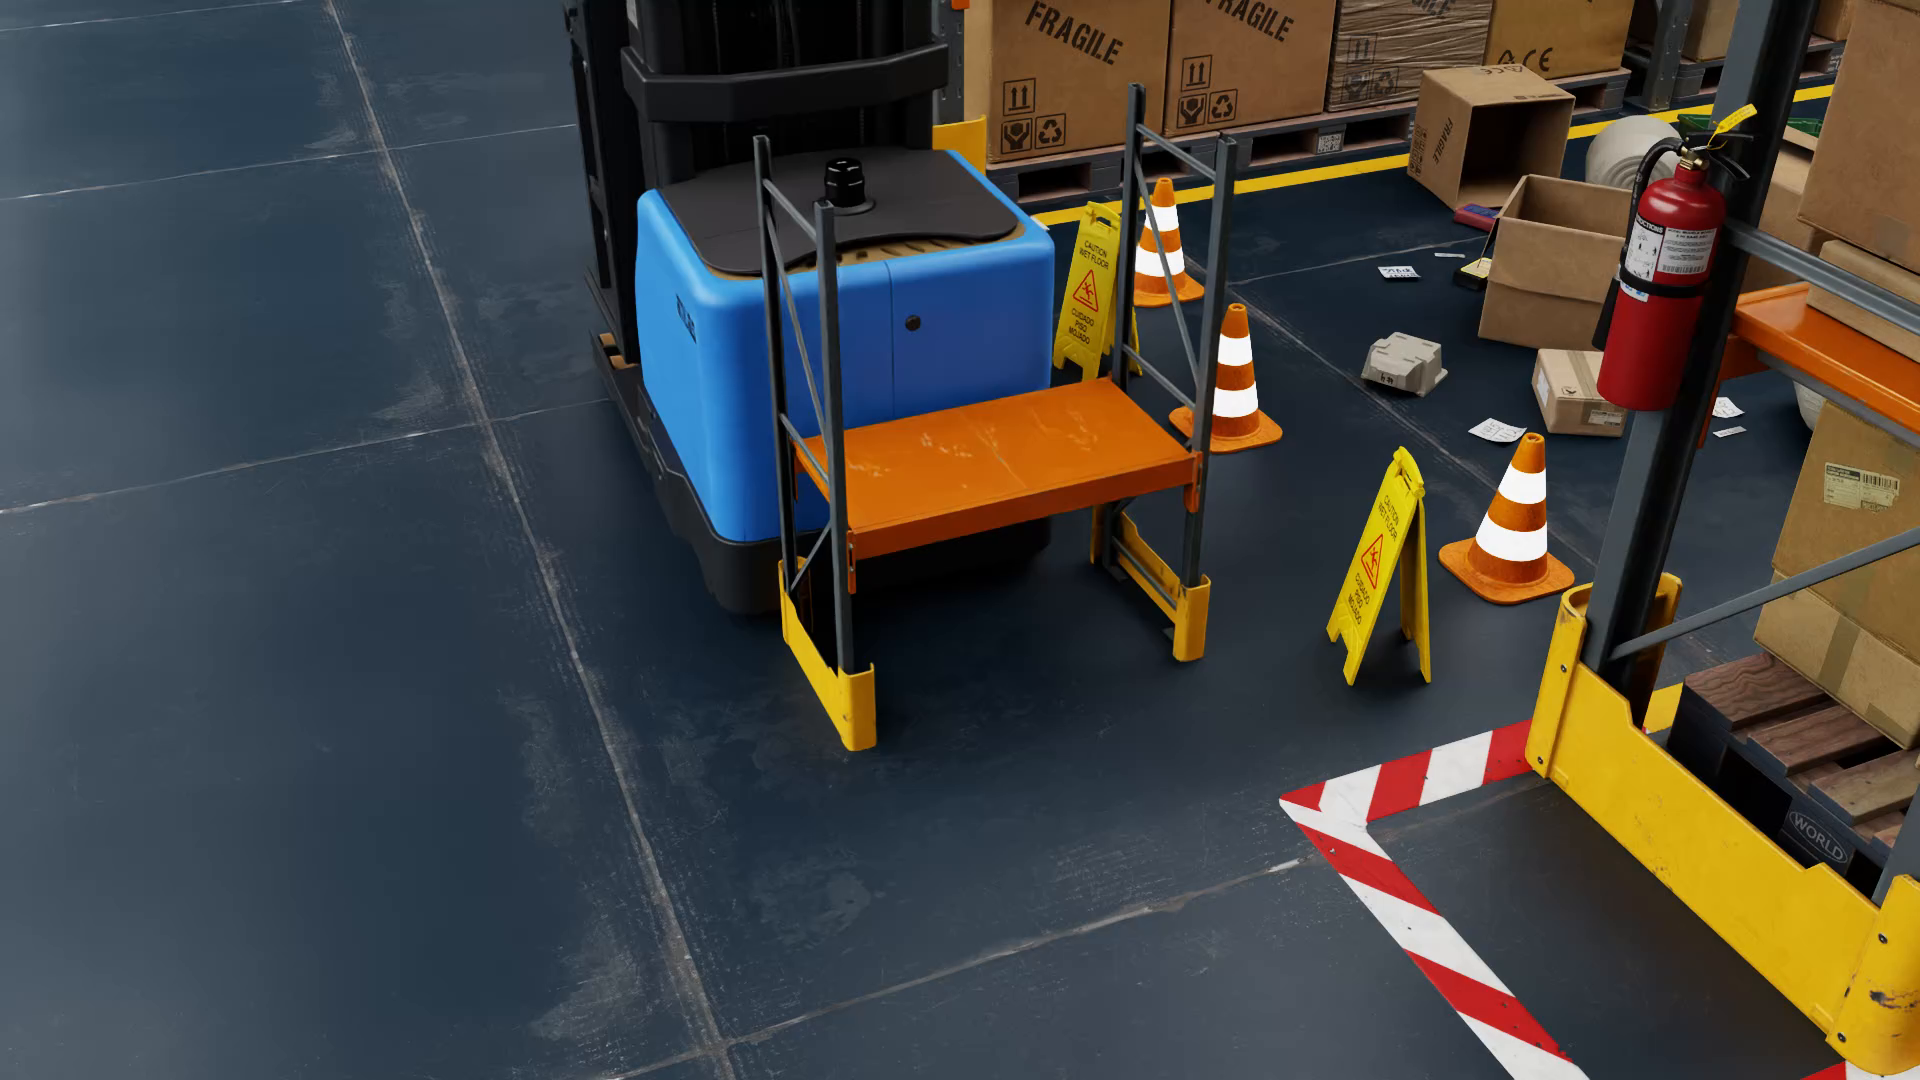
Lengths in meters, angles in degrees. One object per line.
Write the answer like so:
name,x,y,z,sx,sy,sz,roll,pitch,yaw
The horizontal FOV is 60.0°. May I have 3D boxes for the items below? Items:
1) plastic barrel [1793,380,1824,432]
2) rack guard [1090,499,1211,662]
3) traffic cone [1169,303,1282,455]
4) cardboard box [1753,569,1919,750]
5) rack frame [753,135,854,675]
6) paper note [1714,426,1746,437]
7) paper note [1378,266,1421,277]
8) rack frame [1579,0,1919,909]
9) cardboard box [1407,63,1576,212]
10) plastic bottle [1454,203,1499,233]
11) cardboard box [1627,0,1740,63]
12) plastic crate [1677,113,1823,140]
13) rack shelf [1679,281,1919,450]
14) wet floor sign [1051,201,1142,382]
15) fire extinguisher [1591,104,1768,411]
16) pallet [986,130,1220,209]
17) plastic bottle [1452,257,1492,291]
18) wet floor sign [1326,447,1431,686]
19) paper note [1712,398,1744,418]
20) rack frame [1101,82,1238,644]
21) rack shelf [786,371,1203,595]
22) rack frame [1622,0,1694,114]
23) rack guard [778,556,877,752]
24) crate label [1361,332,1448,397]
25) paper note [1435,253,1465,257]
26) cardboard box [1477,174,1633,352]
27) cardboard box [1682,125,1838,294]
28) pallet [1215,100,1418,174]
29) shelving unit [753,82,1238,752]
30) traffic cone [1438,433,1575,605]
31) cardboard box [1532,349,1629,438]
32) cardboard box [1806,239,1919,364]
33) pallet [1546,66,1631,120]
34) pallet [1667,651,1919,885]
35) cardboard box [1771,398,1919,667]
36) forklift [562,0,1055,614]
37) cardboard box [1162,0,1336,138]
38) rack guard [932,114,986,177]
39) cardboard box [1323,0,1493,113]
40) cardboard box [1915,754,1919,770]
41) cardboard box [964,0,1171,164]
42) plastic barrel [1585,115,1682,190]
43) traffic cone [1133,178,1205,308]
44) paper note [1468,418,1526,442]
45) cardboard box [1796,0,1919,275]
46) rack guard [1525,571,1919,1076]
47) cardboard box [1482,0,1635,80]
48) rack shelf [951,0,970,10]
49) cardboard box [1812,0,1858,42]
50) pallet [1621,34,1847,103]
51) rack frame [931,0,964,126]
plastic barrel,3.098,-0.546,5.702,0.421,0.421,0.512,10,34,14
rack guard,0.549,0.089,4.884,0.087,0.250,0.587,-13,35,-19
traffic cone,0.934,-0.591,5.735,0.334,0.463,0.336,-13,35,-19
cardboard box,2.443,0.237,4.272,0.500,0.250,0.500,-13,35,-19
rack frame,-0.385,-0.217,4.208,0.032,1.500,0.500,-13,35,-19
paper note,2.697,-0.380,5.824,0.123,0.001,0.032,-13,35,-19
paper note,1.835,-1.120,6.945,0.142,0.017,0.144,-2,33,-2
rack frame,1.780,-0.429,3.159,0.127,3.000,1.000,-13,35,-19
cardboard box,2.425,-1.851,7.634,0.500,0.500,0.500,-7,34,-11
plastic bottle,2.349,-1.414,7.367,0.133,0.061,0.283,-27,42,-35
cardboard box,3.996,-3.151,9.020,0.750,0.750,1.050,-13,35,-19
plastic crate,3.806,-1.891,7.932,0.662,0.188,0.450,4,23,6
rack shelf,3.624,-0.550,4.004,4.000,0.370,1.077,-13,35,-19
wet floor sign,0.510,-0.908,6.054,0.232,0.644,0.267,-19,38,-27
fire extinguisher,1.496,-0.604,3.499,0.183,0.674,0.296,-13,35,-19
pallet,0.477,-1.936,8.032,1.213,0.211,1.003,-13,35,-19
plastic bottle,2.182,-1.116,6.910,0.283,0.061,0.133,-27,42,-35
wet floor sign,1.191,0.060,4.566,0.232,0.644,0.267,-2,33,-2
paper note,2.722,-0.484,5.977,0.142,0.019,0.148,-2,33,-2
rack frame,0.550,-0.435,4.543,0.032,1.500,0.500,-13,35,-19
rack shelf,0.082,-0.175,4.474,1.000,0.185,0.538,-13,35,-19
rack frame,3.459,-3.741,8.250,0.127,3.000,1.000,-13,35,-19
rack guard,-0.367,0.303,4.555,0.087,0.250,0.587,-13,35,-19
crate label,1.635,-0.652,6.127,0.250,0.136,0.298,23,39,30
paper note,2.095,-1.218,7.112,0.123,0.001,0.032,4,33,6
cardboard box,2.419,-1.027,6.366,0.797,0.503,0.637,16,36,23
cardboard box,3.278,-1.285,6.639,0.503,0.637,0.797,-13,35,-19
pallet,1.601,-2.192,8.425,1.213,0.211,1.003,-13,35,-19
shelving unit,0.091,-0.328,4.379,1.083,1.500,0.587,-13,35,-19
traffic cone,1.677,-0.105,4.987,0.334,0.463,0.336,-13,35,-19
cardboard box,2.206,-0.526,5.923,0.250,0.149,0.380,4,33,6
cardboard box,2.042,-0.510,3.514,0.250,0.149,0.380,-12,35,-17
pallet,2.727,-2.451,8.824,1.213,0.211,1.003,-13,35,-19
pallet,2.613,0.570,4.180,1.213,0.211,1.003,-13,35,-19
cardboard box,2.418,-0.067,4.051,0.500,0.500,0.500,-13,35,-19
forklift,-0.725,-1.809,5.343,1.130,2.935,3.031,-12,35,-18
cardboard box,1.181,-2.545,7.975,0.875,0.875,0.875,-13,35,-20
rack guard,-0.252,-1.844,7.626,0.348,0.500,1.175,-13,35,-19
cardboard box,2.022,-2.737,8.269,0.875,0.875,0.875,-13,35,-19
cardboard box,2.631,0.516,3.842,0.500,0.250,0.500,-13,35,-19
cardboard box,0.370,-2.359,7.688,0.875,0.875,0.875,-13,35,-19
plastic barrel,3.006,-1.651,7.399,0.421,0.421,0.512,10,34,14
traffic cone,0.810,-1.232,6.718,0.334,0.463,0.336,-13,35,-19
paper note,1.881,-0.385,5.814,0.142,0.019,0.148,-27,42,-35
cardboard box,2.174,-0.849,3.440,0.500,0.500,0.500,-14,35,-20
rack guard,1.850,0.603,3.865,0.348,0.500,1.175,-13,35,-19
cardboard box,2.852,-2.929,8.565,0.875,0.875,0.875,-12,35,-18
rack shelf,1.615,-3.017,7.797,4.000,0.370,1.077,-13,35,-19
cardboard box,4.887,-3.352,9.330,0.750,0.750,1.050,-13,35,-19
pallet,4.141,-2.773,9.319,1.213,0.211,1.003,-13,35,-19
rack frame,-0.229,-2.897,6.952,0.127,3.000,1.000,-13,35,-19
